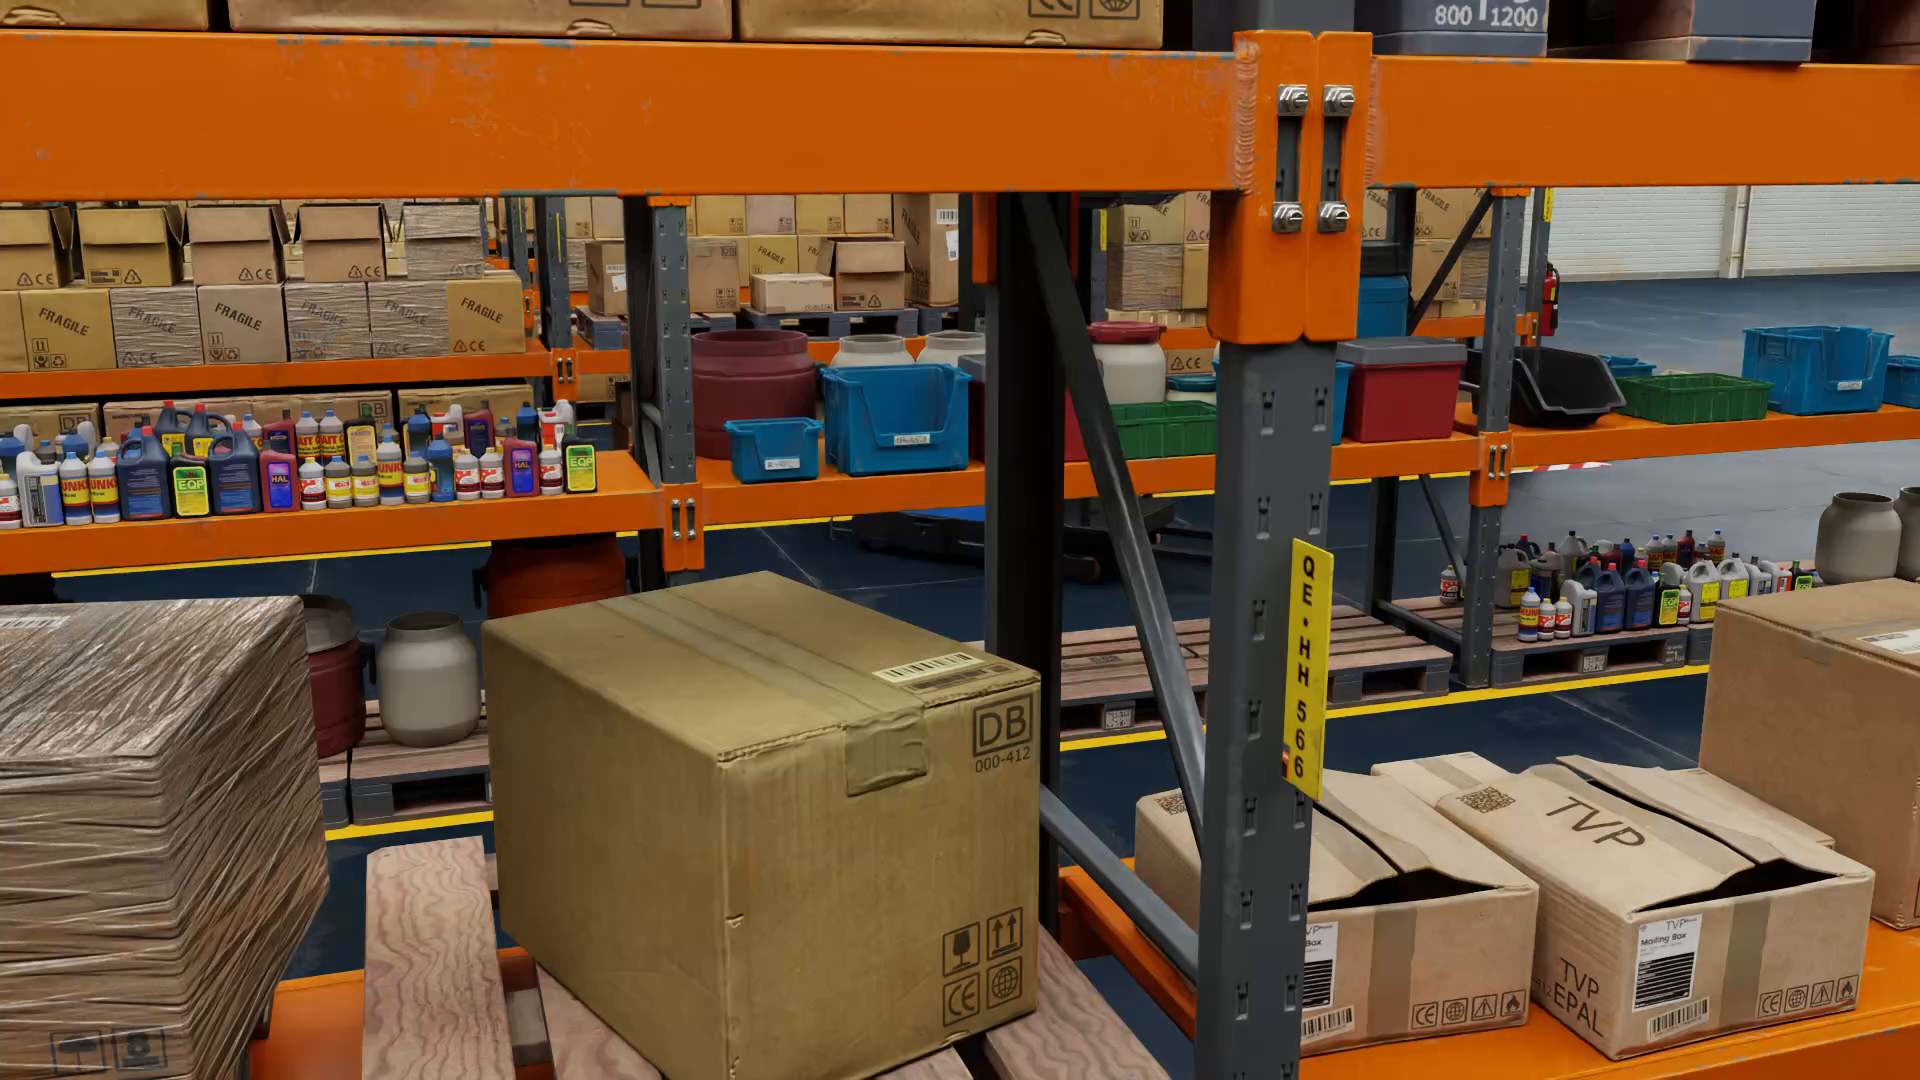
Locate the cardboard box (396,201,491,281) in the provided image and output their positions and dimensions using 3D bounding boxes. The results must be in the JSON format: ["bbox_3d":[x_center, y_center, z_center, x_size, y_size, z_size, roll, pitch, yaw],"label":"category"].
[{"bbox_3d":[-3.593,-2.087,11.551,0.637,0.503,0.797,-4,14,-16],"label":"cardboard box"}]

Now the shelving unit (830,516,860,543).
[{"bbox_3d":[-0.684,-0.624,11.675,0.258,1.200,0.503,7,15,28],"label":"shelving unit"}]

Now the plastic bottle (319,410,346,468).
[{"bbox_3d":[-2.730,-0.427,7.235,0.097,0.271,0.097,0,13,0],"label":"plastic bottle"}]

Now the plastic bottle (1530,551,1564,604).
[{"bbox_3d":[3.248,0.207,9.226,0.135,0.276,0.152,-4,14,-18],"label":"plastic bottle"}]

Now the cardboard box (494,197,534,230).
[{"bbox_3d":[-5.555,-4.154,20.860,0.500,0.500,0.500,-5,14,-20],"label":"cardboard box"}]

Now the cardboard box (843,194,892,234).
[{"bbox_3d":[-1.058,-3.488,17.450,0.500,0.500,0.700,-5,14,-19],"label":"cardboard box"}]

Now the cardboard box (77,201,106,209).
[{"bbox_3d":[-10.206,-3.919,19.259,0.500,0.500,0.500,-5,14,-19],"label":"cardboard box"}]

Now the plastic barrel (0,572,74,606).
[{"bbox_3d":[-3.914,0.509,6.650,0.708,0.901,0.600,-4,14,-18],"label":"plastic barrel"}]

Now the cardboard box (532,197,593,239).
[{"bbox_3d":[-3.952,-3.262,16.498,0.500,0.500,0.700,-5,14,-18],"label":"cardboard box"}]

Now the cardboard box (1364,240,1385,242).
[{"bbox_3d":[3.234,-2.259,13.801,0.500,0.500,0.875,-4,14,-18],"label":"cardboard box"}]

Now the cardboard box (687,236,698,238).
[{"bbox_3d":[-2.910,-2.794,16.691,0.500,0.500,0.500,-4,14,-18],"label":"cardboard box"}]

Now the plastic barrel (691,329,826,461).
[{"bbox_3d":[-0.972,-0.681,7.731,0.708,0.536,0.600,-4,14,-18],"label":"plastic barrel"}]

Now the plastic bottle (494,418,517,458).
[{"bbox_3d":[-2.039,-0.447,7.470,0.097,0.201,0.097,0,13,0],"label":"plastic bottle"}]

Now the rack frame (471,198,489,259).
[{"bbox_3d":[-6.055,-3.774,21.028,0.127,3.000,1.000,-4,14,-18],"label":"rack frame"}]

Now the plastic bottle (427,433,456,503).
[{"bbox_3d":[-2.081,-0.293,6.669,0.097,0.271,0.097,0,13,0],"label":"plastic bottle"}]

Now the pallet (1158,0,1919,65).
[{"bbox_3d":[0.876,-0.865,2.723,1.003,0.211,1.213,-4,14,-15],"label":"pallet"}]

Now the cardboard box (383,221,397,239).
[{"bbox_3d":[-5.620,-3.019,16.203,0.250,0.149,0.380,-5,14,-20],"label":"cardboard box"}]

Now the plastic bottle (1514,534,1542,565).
[{"bbox_3d":[3.176,0.140,9.346,0.185,0.351,0.144,-5,14,-21],"label":"plastic bottle"}]

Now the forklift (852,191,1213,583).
[{"bbox_3d":[0.800,-1.294,10.749,3.031,2.935,1.130,7,15,28],"label":"forklift"}]

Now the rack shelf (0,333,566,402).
[{"bbox_3d":[-4.790,-1.103,11.353,4.000,0.370,1.077,-4,14,-18],"label":"rack shelf"}]

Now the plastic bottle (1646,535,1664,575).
[{"bbox_3d":[4.030,0.106,9.658,0.097,0.271,0.097,0,13,0],"label":"plastic bottle"}]

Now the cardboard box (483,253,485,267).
[{"bbox_3d":[-4.869,-2.789,16.523,0.250,0.149,0.380,-5,14,-19],"label":"cardboard box"}]

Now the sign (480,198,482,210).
[{"bbox_3d":[-5.875,-4.216,20.383,0.005,0.325,0.100,-4,14,-18],"label":"sign"}]

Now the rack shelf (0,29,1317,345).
[{"bbox_3d":[-1.634,-0.390,1.871,4.000,0.370,1.077,-4,14,-18],"label":"rack shelf"}]

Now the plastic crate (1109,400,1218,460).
[{"bbox_3d":[0.916,-0.516,7.789,0.662,0.188,0.450,-4,14,-18],"label":"plastic crate"}]

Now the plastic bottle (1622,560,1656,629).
[{"bbox_3d":[3.552,0.282,8.747,0.185,0.351,0.144,-5,14,-20],"label":"plastic bottle"}]

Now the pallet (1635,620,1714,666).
[{"bbox_3d":[4.284,0.416,9.440,1.213,0.211,1.003,-4,14,-18],"label":"pallet"}]

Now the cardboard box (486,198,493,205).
[{"bbox_3d":[-7.246,-5.186,25.345,0.250,0.149,0.380,-4,14,-16],"label":"cardboard box"}]

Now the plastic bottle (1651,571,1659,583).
[{"bbox_3d":[3.680,0.302,8.836,0.097,0.271,0.097,0,13,0],"label":"plastic bottle"}]

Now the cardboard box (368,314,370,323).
[{"bbox_3d":[-7.583,-2.847,20.815,0.875,0.875,0.875,-4,14,-17],"label":"cardboard box"}]

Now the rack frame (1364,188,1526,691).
[{"bbox_3d":[2.476,-0.810,8.565,0.127,3.000,1.000,-4,14,-18],"label":"rack frame"}]

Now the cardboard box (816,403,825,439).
[{"bbox_3d":[-1.209,-0.740,12.722,0.500,0.500,0.700,-3,14,-13],"label":"cardboard box"}]

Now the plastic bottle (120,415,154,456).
[{"bbox_3d":[-3.459,-0.381,7.014,0.133,0.283,0.061,-4,14,-18],"label":"plastic bottle"}]

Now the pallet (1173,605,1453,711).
[{"bbox_3d":[1.744,0.613,8.608,1.213,0.211,1.003,-4,14,-18],"label":"pallet"}]

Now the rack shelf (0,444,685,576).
[{"bbox_3d":[-3.211,-0.017,6.787,4.000,0.370,1.077,-4,14,-18],"label":"rack shelf"}]

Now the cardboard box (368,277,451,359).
[{"bbox_3d":[-3.758,-1.523,11.348,0.500,0.500,0.500,-5,14,-19],"label":"cardboard box"}]

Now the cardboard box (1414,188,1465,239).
[{"bbox_3d":[3.773,-2.738,13.652,0.500,0.500,0.500,-4,14,-18],"label":"cardboard box"}]

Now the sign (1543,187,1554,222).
[{"bbox_3d":[4.846,-2.785,13.684,0.005,0.325,0.100,-4,14,-18],"label":"sign"}]

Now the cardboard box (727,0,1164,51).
[{"bbox_3d":[-0.141,-0.896,2.230,0.500,0.500,0.910,-4,14,-18],"label":"cardboard box"}]

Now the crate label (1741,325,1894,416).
[{"bbox_3d":[4.609,-0.927,8.982,0.616,0.435,0.502,-4,14,-18],"label":"crate label"}]

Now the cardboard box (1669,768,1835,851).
[{"bbox_3d":[1.452,0.588,3.232,0.250,0.149,0.380,-3,14,-14],"label":"cardboard box"}]

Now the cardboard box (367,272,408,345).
[{"bbox_3d":[-3.930,-1.635,11.817,0.500,0.500,0.500,-5,14,-20],"label":"cardboard box"}]

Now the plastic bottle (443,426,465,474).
[{"bbox_3d":[-2.209,-0.397,7.258,0.097,0.201,0.097,0,13,0],"label":"plastic bottle"}]

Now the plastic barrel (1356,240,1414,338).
[{"bbox_3d":[2.013,-1.092,8.666,0.708,0.901,0.600,-4,14,-18],"label":"plastic barrel"}]

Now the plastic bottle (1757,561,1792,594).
[{"bbox_3d":[4.419,0.250,9.043,0.135,0.276,0.152,-4,14,-18],"label":"plastic bottle"}]

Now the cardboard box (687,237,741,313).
[{"bbox_3d":[-1.898,-1.966,12.300,0.500,0.500,0.700,-2,14,-10],"label":"cardboard box"}]

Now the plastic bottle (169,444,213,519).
[{"bbox_3d":[-2.947,-0.227,6.365,0.133,0.283,0.061,-4,14,-18],"label":"plastic bottle"}]

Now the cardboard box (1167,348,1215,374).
[{"bbox_3d":[2.580,-2.393,18.904,0.875,0.875,0.875,-4,14,-18],"label":"cardboard box"}]

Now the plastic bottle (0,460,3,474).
[{"bbox_3d":[-3.717,-0.211,6.317,0.135,0.276,0.152,-4,14,-18],"label":"plastic bottle"}]

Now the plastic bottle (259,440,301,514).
[{"bbox_3d":[-2.646,-0.250,6.464,0.133,0.283,0.061,-4,14,-18],"label":"plastic bottle"}]

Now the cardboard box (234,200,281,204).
[{"bbox_3d":[-8.388,-4.064,19.868,0.500,0.500,0.500,-5,14,-19],"label":"cardboard box"}]
